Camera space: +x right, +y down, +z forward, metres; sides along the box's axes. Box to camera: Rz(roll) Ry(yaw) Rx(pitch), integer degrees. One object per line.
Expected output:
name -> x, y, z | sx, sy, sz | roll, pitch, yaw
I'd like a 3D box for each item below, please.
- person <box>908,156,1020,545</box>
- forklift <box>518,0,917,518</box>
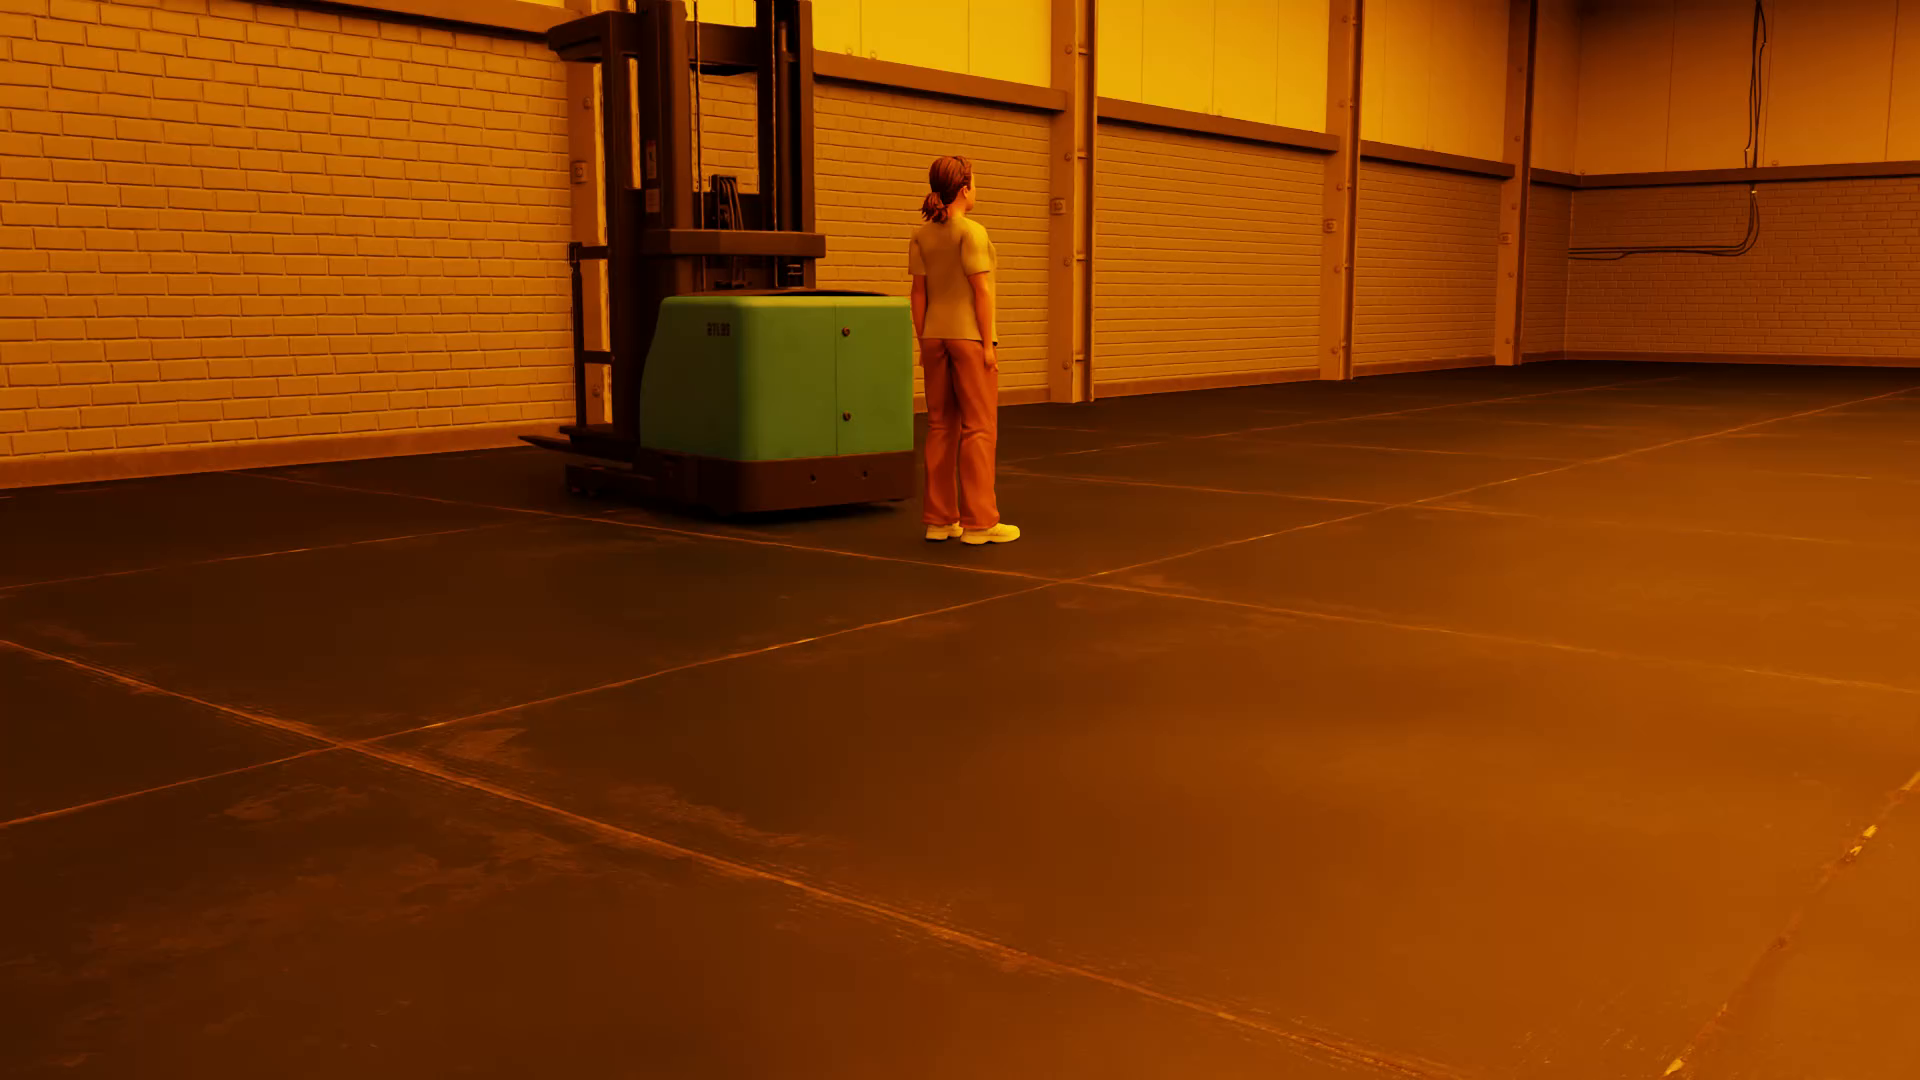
person -> -0.003, -0.826, 7.282 | 0.427, 1.671, 0.389 | 7, 11, 38
forklift -> -1.520, -1.722, 9.050 | 1.130, 2.935, 3.031 | -6, 11, -38
